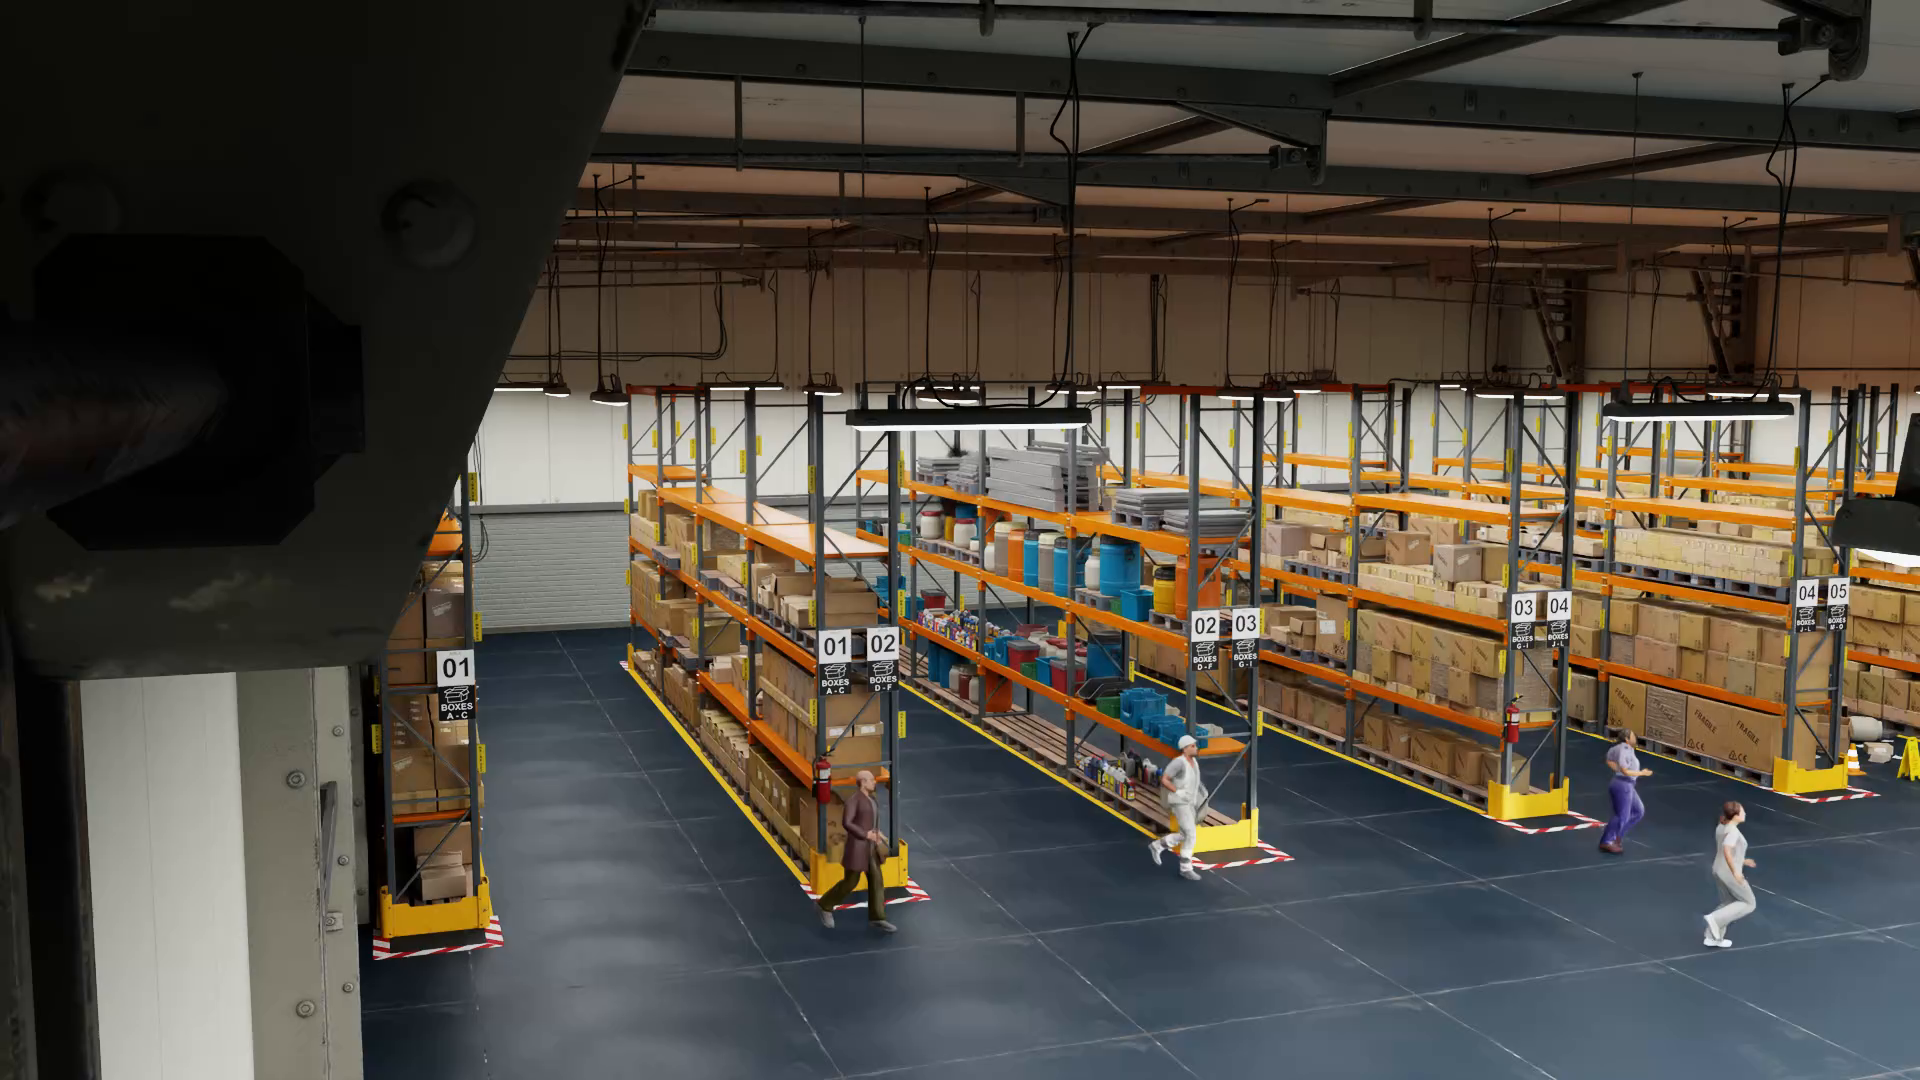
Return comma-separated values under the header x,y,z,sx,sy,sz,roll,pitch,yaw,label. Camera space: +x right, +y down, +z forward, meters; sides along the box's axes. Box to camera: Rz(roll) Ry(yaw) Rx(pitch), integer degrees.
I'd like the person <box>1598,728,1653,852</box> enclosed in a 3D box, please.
x,y,z,sx,sy,sz,roll,pitch,yaw,label
8.755,3.283,21.868,0.633,1.630,0.610,2,6,19,person

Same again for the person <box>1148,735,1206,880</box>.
x,y,z,sx,sy,sz,roll,pitch,yaw,label
2.795,3.285,20.906,0.736,1.674,0.704,4,7,37,person

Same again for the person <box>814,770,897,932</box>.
x,y,z,sx,sy,sz,roll,pitch,yaw,label
-1.098,3.487,18.869,0.999,1.750,0.775,2,6,22,person

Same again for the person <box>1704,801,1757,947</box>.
x,y,z,sx,sy,sz,roll,pitch,yaw,label
8.438,3.654,18.175,0.592,1.622,0.551,0,6,3,person
